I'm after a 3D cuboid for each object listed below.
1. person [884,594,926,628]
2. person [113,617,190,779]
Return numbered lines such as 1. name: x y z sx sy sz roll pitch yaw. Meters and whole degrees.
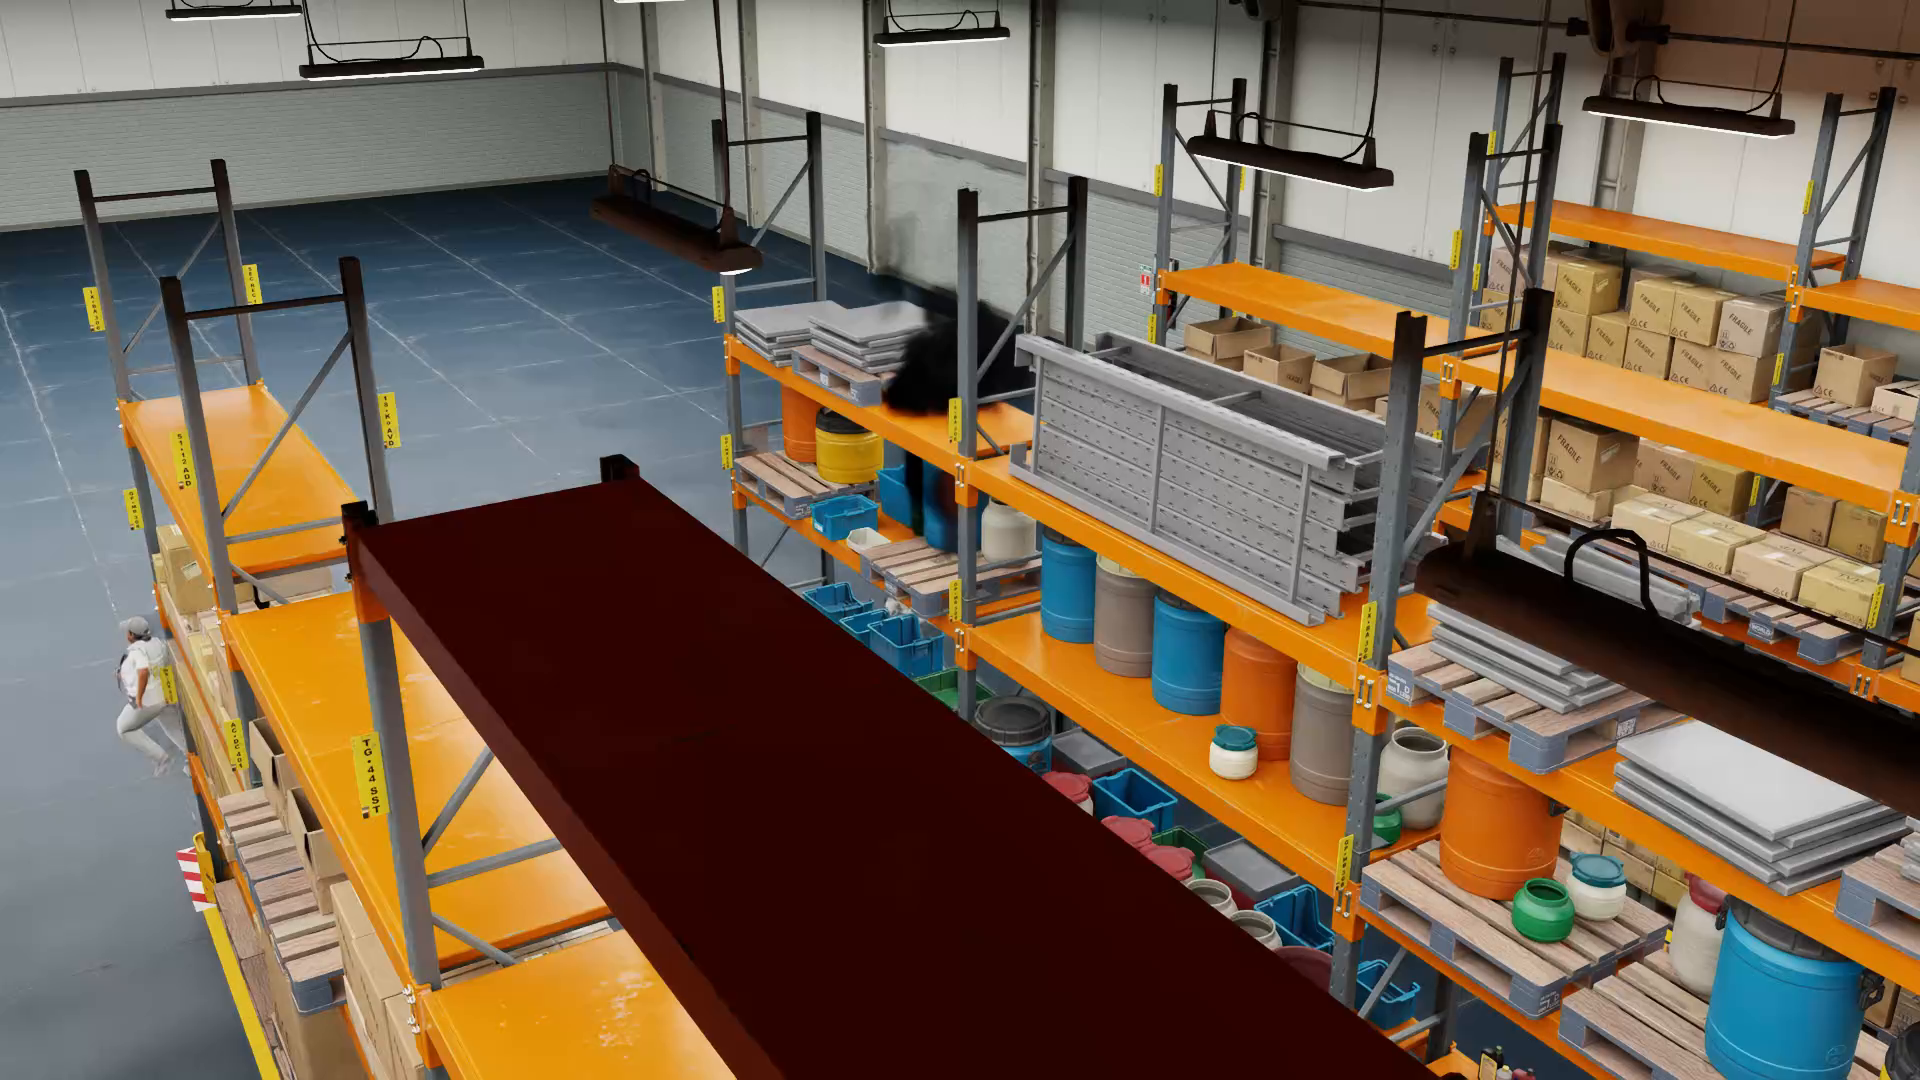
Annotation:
1. person: -0.501 0.876 17.009 0.790 1.736 0.597 13 25 29
2. person: -7.520 1.484 15.456 0.808 1.621 0.619 5 22 12
